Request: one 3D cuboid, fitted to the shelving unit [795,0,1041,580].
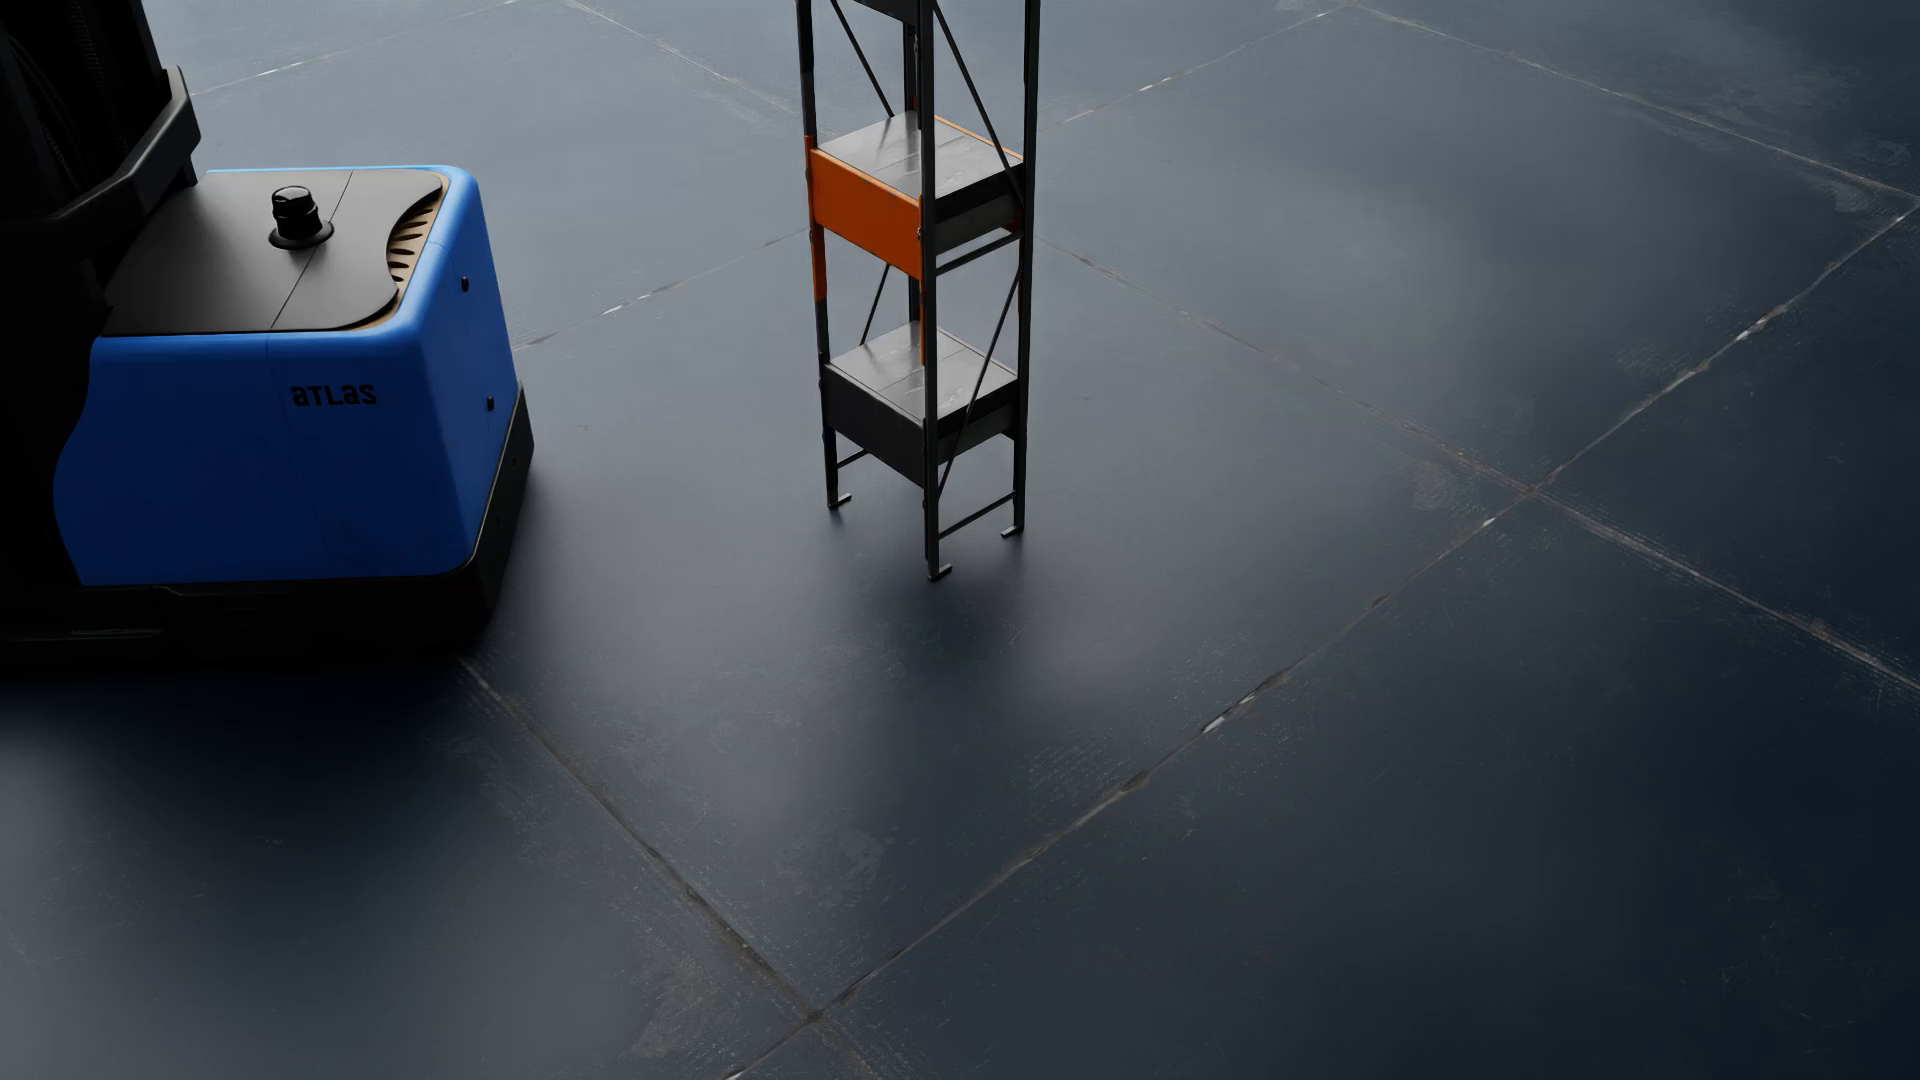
[{"bbox_3d":[-0.112,-0.893,4.685,0.431,2.100,0.503,-30,48,-32],"label":"shelving unit"}]

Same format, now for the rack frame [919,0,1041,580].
[{"bbox_3d":[0.053,-0.781,4.545,0.400,2.100,0.015,-30,48,-32],"label":"rack frame"}]

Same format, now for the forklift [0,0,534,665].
[{"bbox_3d":[-2.904,-1.077,4.251,3.031,2.935,1.130,-2,39,-2],"label":"forklift"}]

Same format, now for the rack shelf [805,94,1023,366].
[{"bbox_3d":[-0.112,-0.883,4.694,0.431,0.518,0.480,-30,48,-32],"label":"rack shelf"}]

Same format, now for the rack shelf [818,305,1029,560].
[{"bbox_3d":[-0.112,-0.338,5.134,0.431,0.518,0.480,-30,48,-32],"label":"rack shelf"}]

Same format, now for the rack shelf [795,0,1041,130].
[{"bbox_3d":[-0.112,-1.427,4.254,0.431,0.518,0.480,-30,48,-32],"label":"rack shelf"}]

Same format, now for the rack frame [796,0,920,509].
[{"bbox_3d":[-0.277,-1.006,4.825,0.400,2.100,0.015,-30,48,-32],"label":"rack frame"}]
